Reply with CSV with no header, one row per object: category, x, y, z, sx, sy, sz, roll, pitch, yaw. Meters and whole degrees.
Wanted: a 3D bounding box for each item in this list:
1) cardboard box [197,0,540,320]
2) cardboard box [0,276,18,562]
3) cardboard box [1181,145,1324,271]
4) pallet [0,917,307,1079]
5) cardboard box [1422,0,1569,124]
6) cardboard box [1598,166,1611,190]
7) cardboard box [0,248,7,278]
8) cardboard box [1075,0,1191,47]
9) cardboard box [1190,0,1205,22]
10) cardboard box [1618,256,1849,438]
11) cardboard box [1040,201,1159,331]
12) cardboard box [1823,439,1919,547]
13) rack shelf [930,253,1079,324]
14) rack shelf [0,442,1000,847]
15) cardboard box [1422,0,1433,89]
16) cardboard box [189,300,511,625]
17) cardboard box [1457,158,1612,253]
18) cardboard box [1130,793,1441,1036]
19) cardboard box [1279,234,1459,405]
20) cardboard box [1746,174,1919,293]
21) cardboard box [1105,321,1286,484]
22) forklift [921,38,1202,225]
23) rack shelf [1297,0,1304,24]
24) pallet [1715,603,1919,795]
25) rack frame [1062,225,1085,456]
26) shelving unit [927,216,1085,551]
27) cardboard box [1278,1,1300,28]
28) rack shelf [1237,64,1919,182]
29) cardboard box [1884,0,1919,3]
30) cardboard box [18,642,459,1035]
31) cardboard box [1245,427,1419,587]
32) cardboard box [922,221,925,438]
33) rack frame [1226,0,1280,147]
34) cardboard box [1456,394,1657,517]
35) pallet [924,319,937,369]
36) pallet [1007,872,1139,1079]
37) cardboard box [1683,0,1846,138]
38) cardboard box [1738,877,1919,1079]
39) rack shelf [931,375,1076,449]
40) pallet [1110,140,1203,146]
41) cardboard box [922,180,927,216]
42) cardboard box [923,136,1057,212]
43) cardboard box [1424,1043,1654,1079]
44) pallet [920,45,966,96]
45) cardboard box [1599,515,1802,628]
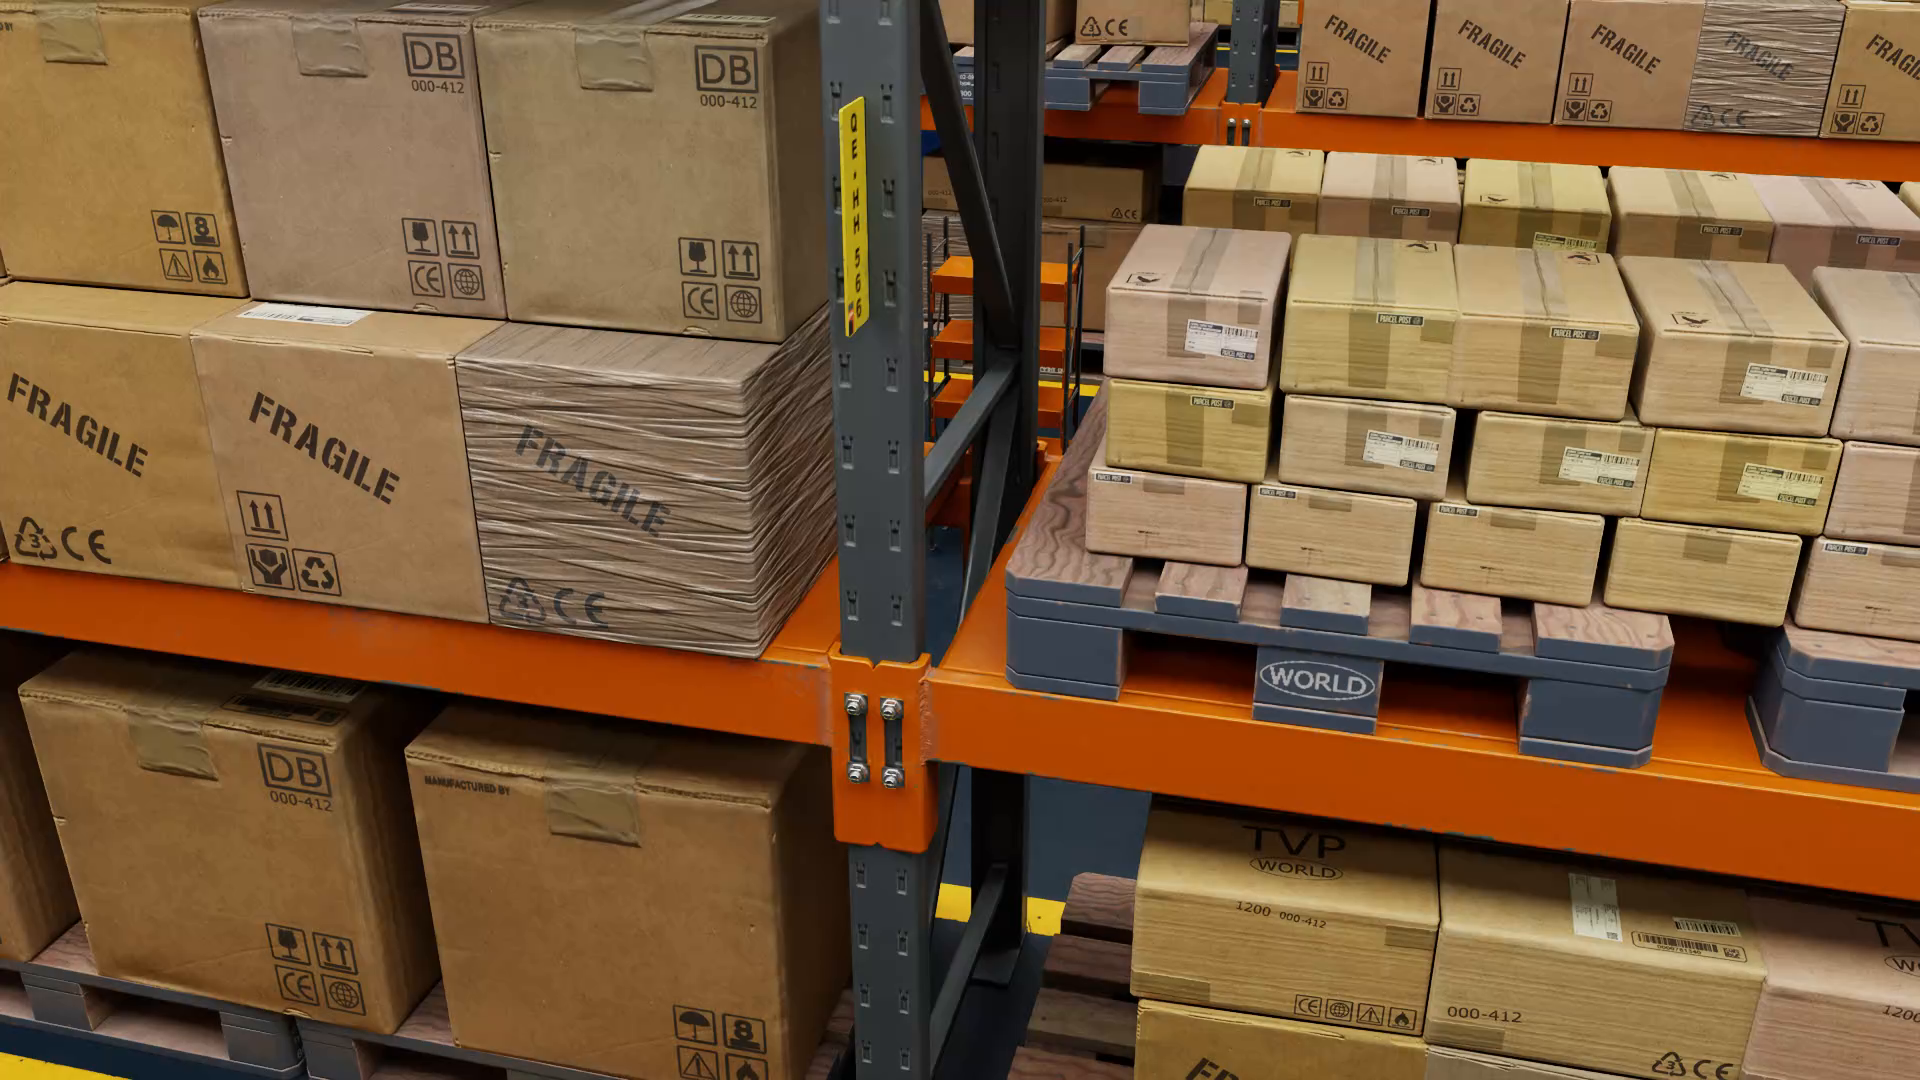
cardboard box,-0.938,-0.771,3.100,0.500,0.500,0.700,6,26,12
cardboard box,-1.983,-0.311,3.297,0.500,0.500,0.500,7,26,14
cardboard box,0.574,-0.652,3.241,0.250,0.149,0.380,5,26,11
pallet,-1.938,0.843,4.233,1.213,0.211,1.003,6,26,13
cardboard box,2.221,-2.048,6.946,0.500,0.500,0.500,6,26,12
cardboard box,2.842,-1.272,7.415,0.875,0.875,1.225,6,26,13
cardboard box,-1.930,-0.880,3.329,0.500,0.500,0.700,6,26,12
cardboard box,0.785,-2.499,7.404,0.500,0.500,0.500,3,26,7
cardboard box,2.232,-5.358,16.725,0.500,0.250,0.500,7,26,14
cardboard box,1.138,-0.299,2.500,0.250,0.149,0.380,5,26,11
cardboard box,0.664,-1.356,8.005,0.500,0.500,0.700,5,26,10
cardboard box,1.411,-0.134,2.501,0.250,0.149,0.380,6,26,13
rack shelf,0.160,-0.879,5.786,0.480,0.148,0.258,6,26,13
rack shelf,-1.952,-0.058,3.719,4.000,0.370,1.077,6,26,13
cardboard box,2.339,-2.262,7.396,0.500,0.500,0.500,6,26,13
cardboard box,-1.001,-0.204,3.073,0.500,0.500,0.500,6,26,13
cardboard box,1.070,-0.596,3.124,0.250,0.149,0.380,7,26,15
cardboard box,0.592,0.606,3.034,0.500,0.250,0.500,5,26,11
cardboard box,0.645,-0.356,2.619,0.250,0.149,0.380,6,26,12
cardboard box,1.561,-0.541,3.008,0.250,0.149,0.380,6,26,13
cardboard box,0.403,-0.244,2.730,0.250,0.149,0.380,7,26,15
forklift,1.006,-3.365,9.909,3.031,2.935,1.130,6,26,12
rack shelf,0.614,-4.174,12.365,4.000,0.370,1.077,6,26,13
pallet,1.912,0.113,2.746,1.213,0.211,1.003,6,26,13
rack frame,0.397,-0.498,5.900,0.015,1.200,0.240,6,26,13
shelving unit,0.160,-0.524,5.955,0.503,1.200,0.258,6,26,13
cardboard box,3.218,-5.249,16.497,0.500,0.250,0.500,7,26,14
rack shelf,3.255,-1.684,7.134,4.000,0.370,1.077,6,26,13
cardboard box,3.909,-2.436,6.593,0.637,0.503,0.797,7,26,14
cardboard box,-1.430,0.463,3.917,0.750,0.750,1.050,7,26,14
cardboard box,0.628,-0.084,2.741,0.250,0.149,0.380,8,26,16
cardboard box,-0.383,-0.374,3.430,0.500,0.500,0.500,7,26,14
rack frame,1.318,-2.223,7.429,0.127,3.000,1.000,6,26,13
cardboard box,0.925,-0.188,2.614,0.250,0.149,0.380,5,26,11
pallet,-0.616,-1.179,8.482,1.213,0.211,1.003,6,26,13
pallet,0.741,1.175,3.537,1.213,0.211,1.003,6,26,13
cardboard box,3.202,-1.940,6.720,0.500,0.500,0.500,6,26,13
cardboard box,1.559,0.719,2.797,0.500,0.250,0.500,7,26,13
rack shelf,0.160,-0.463,5.984,0.480,0.148,0.258,6,26,13
pallet,1.811,-3.125,12.568,1.213,0.211,1.003,6,26,13
cardboard box,-0.427,-1.468,8.240,0.500,0.500,0.700,9,27,17
cardboard box,0.145,-1.743,7.945,0.500,0.250,0.500,9,27,19
cardboard box,1.094,1.005,3.069,0.500,0.500,0.500,7,26,14
pallet,-0.609,-2.331,7.880,1.213,0.211,1.003,6,26,13
cardboard box,1.151,-0.027,2.621,0.250,0.149,0.380,8,26,15
